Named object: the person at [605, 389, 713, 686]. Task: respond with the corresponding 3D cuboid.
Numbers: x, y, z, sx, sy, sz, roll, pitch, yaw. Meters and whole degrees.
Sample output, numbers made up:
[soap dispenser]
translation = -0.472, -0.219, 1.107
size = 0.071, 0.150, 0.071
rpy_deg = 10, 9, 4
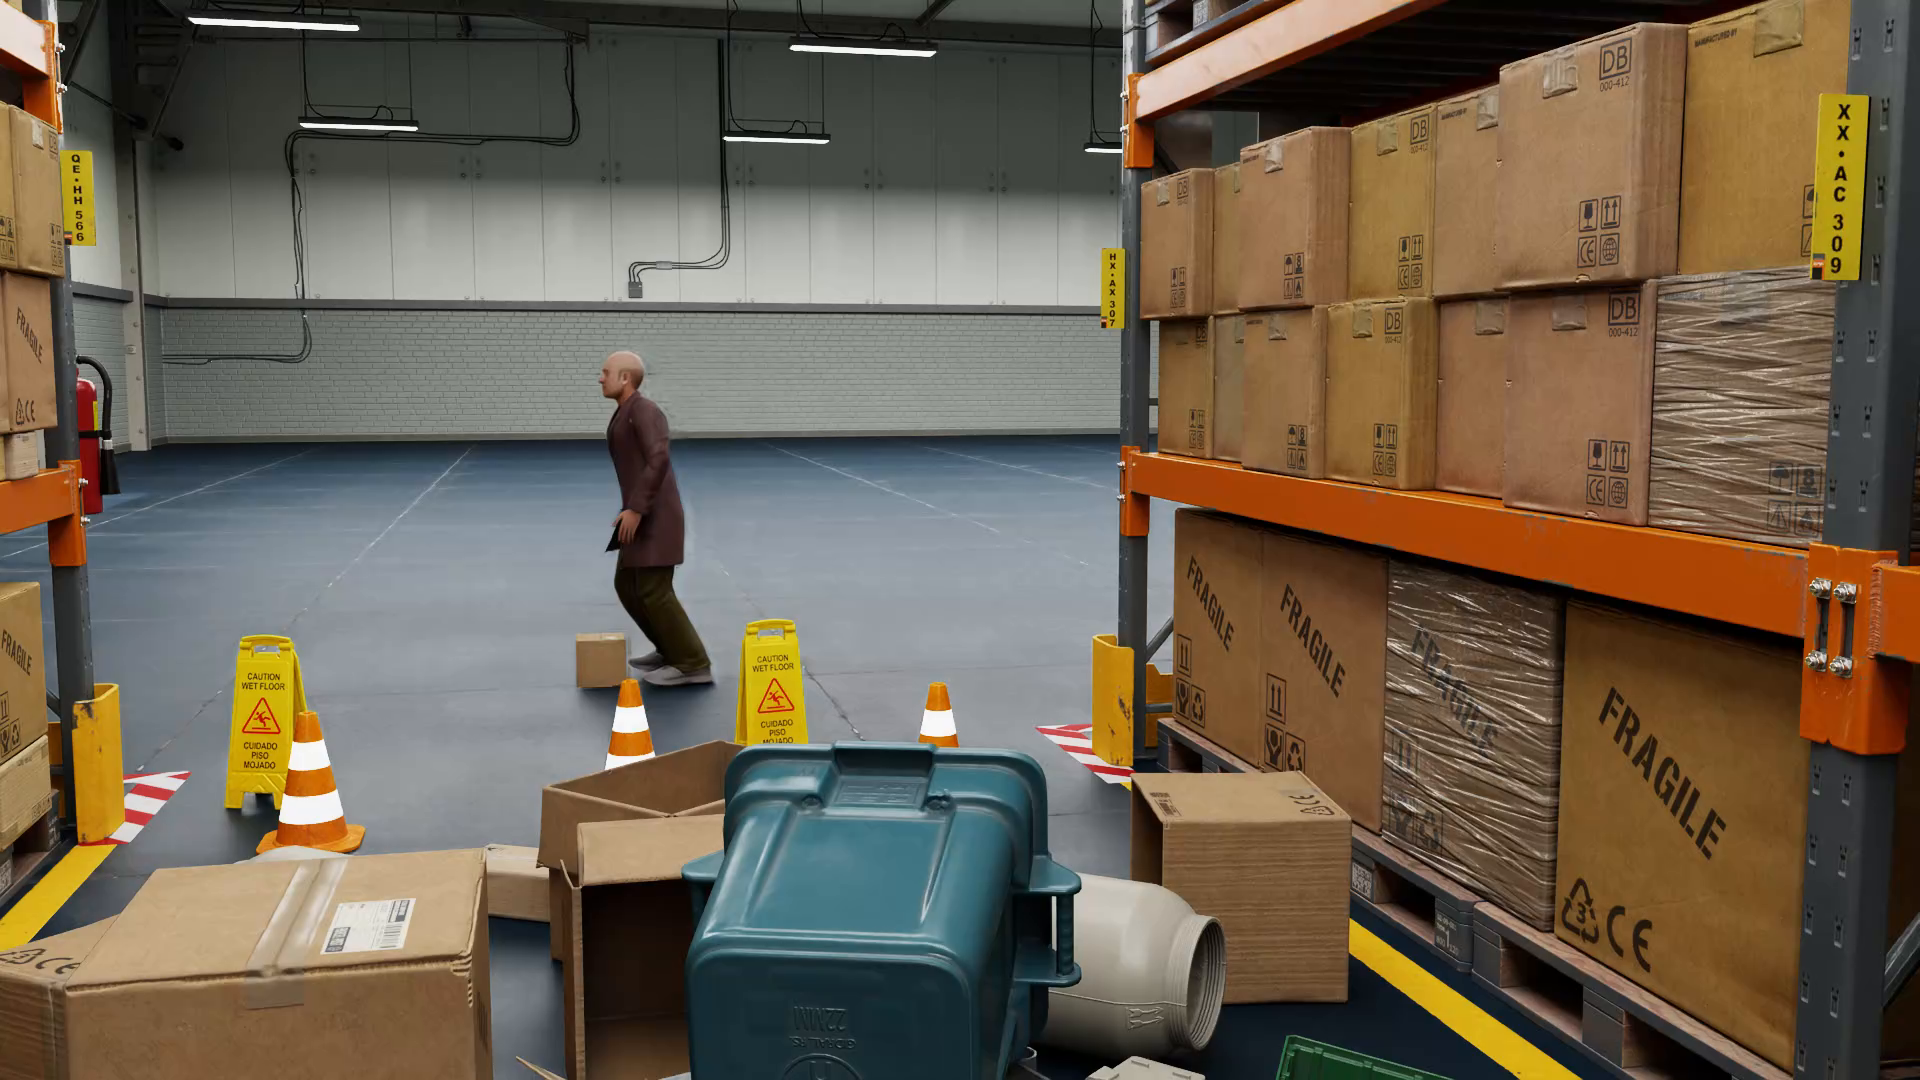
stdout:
[person]
translation = -1.580, -0.021, 8.683
size = 0.527, 1.538, 0.729
rpy_deg = -2, 6, -17
